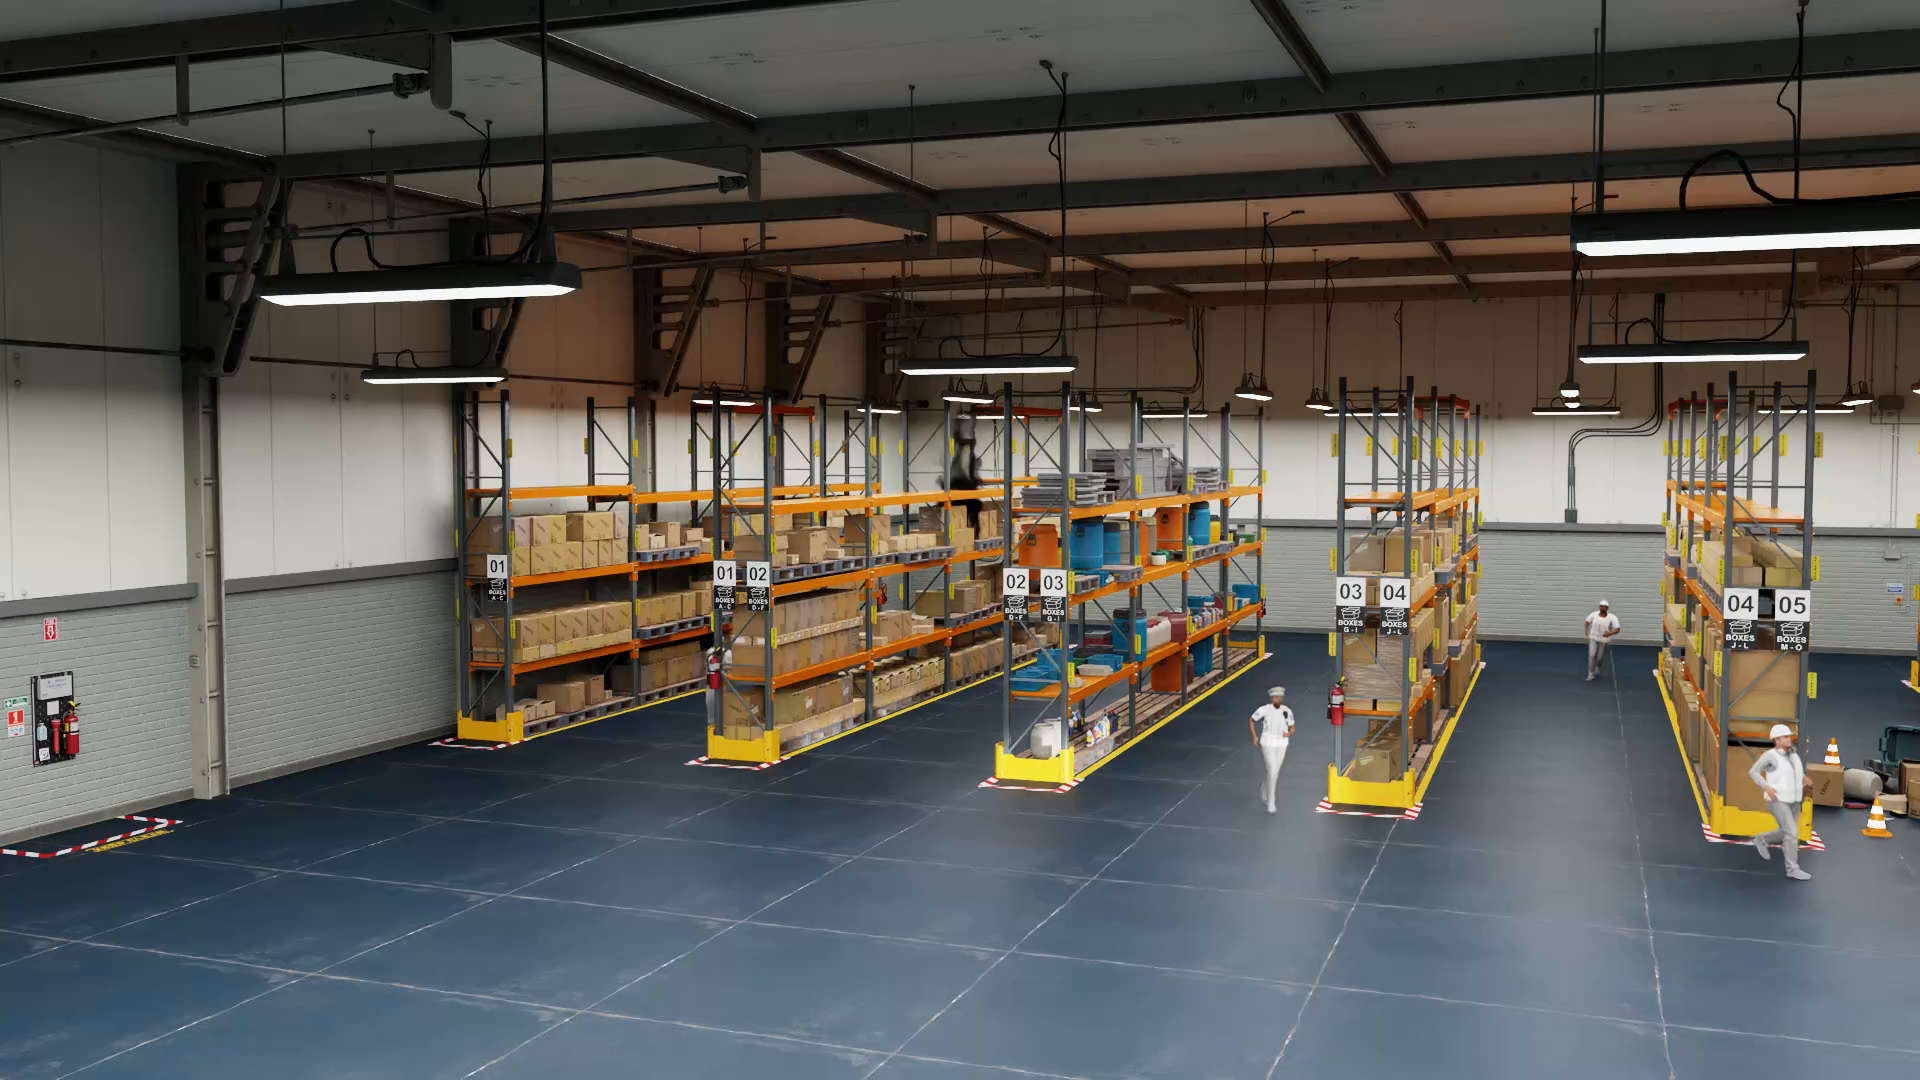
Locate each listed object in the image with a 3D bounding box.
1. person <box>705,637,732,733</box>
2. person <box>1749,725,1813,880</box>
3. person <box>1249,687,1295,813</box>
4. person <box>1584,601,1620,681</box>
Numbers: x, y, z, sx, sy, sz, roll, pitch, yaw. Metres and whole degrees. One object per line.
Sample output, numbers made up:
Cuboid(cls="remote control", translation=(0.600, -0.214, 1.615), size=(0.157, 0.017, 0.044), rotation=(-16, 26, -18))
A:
Cuboid(cls="person", translation=(-4.289, 2.532, 29.596), size=(0.579, 1.711, 0.855), rotation=(0, 3, 8))
Cuboid(cls="person", translation=(9.656, 3.045, 19.546), size=(0.668, 1.747, 0.896), rotation=(-1, 3, -23))
Cuboid(cls="person", translation=(4.360, 2.907, 23.156), size=(0.571, 1.773, 0.690), rotation=(-1, 3, -15))
Cuboid(cls="person", translation=(13.914, 2.170, 36.078), size=(0.748, 1.734, 0.786), rotation=(2, 4, 33))
